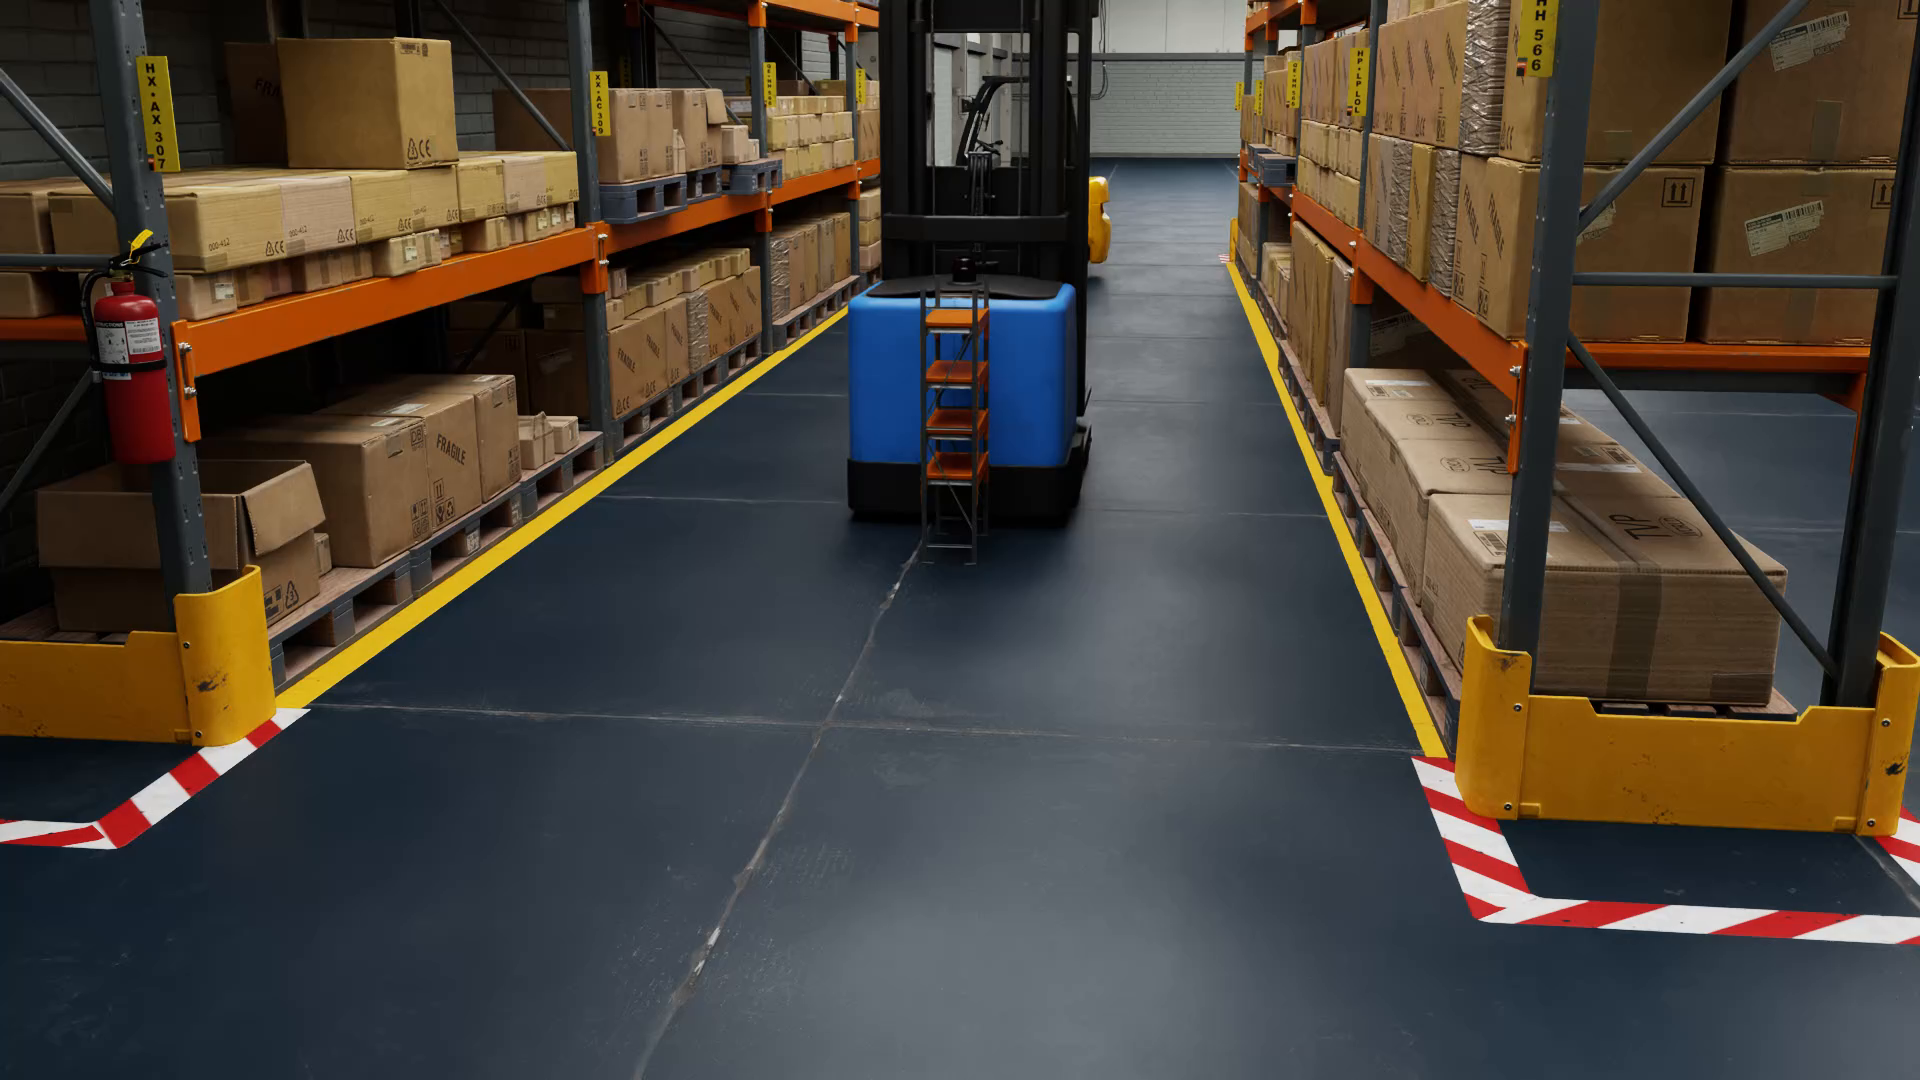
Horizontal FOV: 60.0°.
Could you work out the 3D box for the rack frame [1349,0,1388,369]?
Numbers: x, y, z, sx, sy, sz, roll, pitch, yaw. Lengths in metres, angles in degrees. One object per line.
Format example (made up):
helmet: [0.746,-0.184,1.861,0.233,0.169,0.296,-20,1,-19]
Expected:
rack frame: [2.511,-1.727,8.304,1.000,3.000,0.127,2,15,6]

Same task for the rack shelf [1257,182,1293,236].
rack shelf: [3.188,-2.936,14.152,1.077,0.370,4.000,2,15,6]

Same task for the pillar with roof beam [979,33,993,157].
pillar with roof beam: [4.944,-13.825,41.549,9.100,9.000,0.400,2,15,6]

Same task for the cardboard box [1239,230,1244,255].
cardboard box: [3.434,-3.382,18.885,0.500,0.250,0.500,2,15,8]

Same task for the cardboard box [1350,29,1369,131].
cardboard box: [2.312,-2.382,8.616,0.500,0.500,0.500,2,15,8]

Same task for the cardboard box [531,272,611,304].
cardboard box: [-2.177,-1.412,9.310,0.380,0.149,0.250,1,15,5]

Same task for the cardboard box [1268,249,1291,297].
cardboard box: [3.279,-2.414,15.072,0.950,0.372,0.625,3,15,10]

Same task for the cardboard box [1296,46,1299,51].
cardboard box: [3.842,-4.846,17.159,0.700,0.500,0.500,1,15,5]

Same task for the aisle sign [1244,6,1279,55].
aisle sign: [3.564,-6.120,19.567,0.394,0.787,0.004,2,15,6]

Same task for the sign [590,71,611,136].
sign: [-1.881,-2.276,8.676,0.100,0.325,0.005,2,15,6]

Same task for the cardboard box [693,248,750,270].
cardboard box: [-1.774,-2.084,12.363,0.380,0.149,0.250,1,15,4]

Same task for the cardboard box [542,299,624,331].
cardboard box: [-2.117,-1.267,9.343,0.380,0.149,0.250,2,15,9]

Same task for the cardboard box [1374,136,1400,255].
cardboard box: [2.137,-1.531,7.387,0.500,0.500,0.500,2,15,7]

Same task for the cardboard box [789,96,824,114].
cardboard box: [-1.404,-3.810,14.573,0.380,0.149,0.250,1,15,5]

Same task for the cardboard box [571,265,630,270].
cardboard box: [-2.431,-1.756,11.152,0.380,0.149,0.250,2,15,7]

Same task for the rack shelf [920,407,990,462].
rack shelf: [-0.019,-0.471,7.364,0.258,0.148,0.480,2,15,6]

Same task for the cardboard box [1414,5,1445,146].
cardboard box: [2.025,-1.748,6.272,0.500,0.500,0.500,2,15,6]

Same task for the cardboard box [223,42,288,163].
cardboard box: [-2.854,-1.927,7.324,0.500,0.500,0.500,1,15,5]

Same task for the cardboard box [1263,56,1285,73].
cardboard box: [3.009,-4.398,15.373,0.380,0.149,0.250,2,15,6]

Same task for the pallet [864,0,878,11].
pallet: [-1.308,-5.890,18.122,1.003,0.211,1.213,2,15,6]

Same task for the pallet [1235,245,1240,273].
pallet: [3.730,-3.264,19.329,1.003,0.211,1.213,2,15,6]

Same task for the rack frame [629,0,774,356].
rack frame: [-1.970,-2.910,12.677,1.000,3.000,0.127,2,15,6]

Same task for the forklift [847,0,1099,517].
forklift: [0.160,-1.859,8.921,1.130,2.935,3.031,2,15,7]

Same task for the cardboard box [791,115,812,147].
cardboard box: [-1.543,-3.452,14.011,0.500,0.250,0.500,1,15,5]

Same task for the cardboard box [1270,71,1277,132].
cardboard box: [2.903,-3.692,14.005,0.500,0.500,0.500,1,15,4]

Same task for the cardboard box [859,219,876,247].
cardboard box: [-1.157,-3.181,17.183,0.500,0.250,0.500,2,15,6]

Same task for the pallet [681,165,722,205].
pallet: [-2.185,-2.313,10.837,1.003,0.211,1.213,2,15,6]

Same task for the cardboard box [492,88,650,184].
cardboard box: [-2.145,-2.242,9.212,0.700,0.500,0.500,2,15,8]

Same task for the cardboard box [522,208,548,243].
cardboard box: [-2.220,-1.525,8.036,0.380,0.149,0.250,2,15,8]

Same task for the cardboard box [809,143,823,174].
cardboard box: [-1.504,-3.344,14.570,0.500,0.250,0.500,2,15,8]

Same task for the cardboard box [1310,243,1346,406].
cardboard box: [2.596,-1.302,9.997,0.875,0.875,0.875,2,15,8]

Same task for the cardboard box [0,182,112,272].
cardboard box: [-3.085,-1.033,5.455,0.500,0.250,0.500,2,15,8]

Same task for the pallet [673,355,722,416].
pallet: [-2.232,-1.056,11.162,1.003,0.211,1.213,2,15,6]

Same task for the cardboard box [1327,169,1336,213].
cardboard box: [2.446,-2.041,9.751,0.500,0.250,0.500,1,15,5]

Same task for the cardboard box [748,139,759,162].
cardboard box: [-1.663,-2.810,11.983,0.380,0.149,0.250,2,15,7]

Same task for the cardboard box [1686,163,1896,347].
cardboard box: [2.399,-0.854,4.883,0.500,0.500,0.500,2,15,6]

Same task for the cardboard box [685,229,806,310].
cardboard box: [-1.820,-2.297,14.157,0.875,0.625,0.625,2,15,8]

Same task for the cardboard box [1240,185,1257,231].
cardboard box: [3.442,-3.734,18.751,0.500,0.500,0.500,1,15,4]

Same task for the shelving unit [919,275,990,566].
shelving unit: [-0.019,-0.536,7.347,0.258,1.200,0.503,2,15,6]

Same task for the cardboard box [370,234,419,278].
cardboard box: [-2.368,-1.124,6.552,0.380,0.149,0.250,1,15,5]

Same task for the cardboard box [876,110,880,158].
cardboard box: [-1.111,-4.370,17.885,0.500,0.500,0.500,2,15,6]

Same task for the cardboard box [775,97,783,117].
cardboard box: [-1.613,-3.415,13.109,0.380,0.149,0.250,2,15,7]

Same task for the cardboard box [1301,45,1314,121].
cardboard box: [2.664,-3.175,11.550,0.500,0.500,0.500,1,15,4]

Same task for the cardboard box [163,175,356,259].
cardboard box: [-2.497,-1.147,5.874,0.500,0.250,0.500,2,15,7]

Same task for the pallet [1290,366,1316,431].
pallet: [2.658,-0.901,10.589,1.003,0.211,1.213,2,15,6]

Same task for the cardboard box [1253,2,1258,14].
cardboard box: [3.363,-5.755,17.932,0.380,0.149,0.250,2,15,7]

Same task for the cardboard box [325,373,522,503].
cardboard box: [-2.457,-0.477,7.663,0.700,0.500,0.500,1,15,4]

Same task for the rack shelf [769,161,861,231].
rack shelf: [-1.744,-3.081,14.690,1.077,0.370,4.000,2,15,6]

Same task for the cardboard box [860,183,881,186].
cardboard box: [-0.908,-3.951,19.073,0.500,0.250,0.500,2,15,7]

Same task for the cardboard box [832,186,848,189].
cardboard box: [-1.494,-3.832,18.635,0.500,0.250,0.500,1,15,5]

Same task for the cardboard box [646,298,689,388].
cardboard box: [-2.032,-1.255,10.542,0.500,0.500,0.500,1,15,5]

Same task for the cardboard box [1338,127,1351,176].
cardboard box: [2.368,-2.148,9.187,0.500,0.250,0.500,2,15,8]

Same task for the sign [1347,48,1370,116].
sign: [1.971,-2.261,8.213,0.100,0.325,0.005,2,15,6]

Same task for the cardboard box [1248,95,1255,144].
cardboard box: [3.375,-4.518,17.863,0.500,0.500,0.500,1,15,5]

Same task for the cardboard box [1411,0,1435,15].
cardboard box: [2.070,-2.232,6.820,0.380,0.149,0.250,1,15,5]

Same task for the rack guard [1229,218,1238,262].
rack guard: [3.857,-3.613,20.067,1.175,0.500,0.348,2,15,6]

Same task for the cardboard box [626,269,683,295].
cardboard box: [-2.030,-1.678,10.864,0.380,0.149,0.250,2,15,6]

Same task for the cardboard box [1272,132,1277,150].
cardboard box: [2.863,-3.412,14.212,0.380,0.149,0.250,2,15,8]
